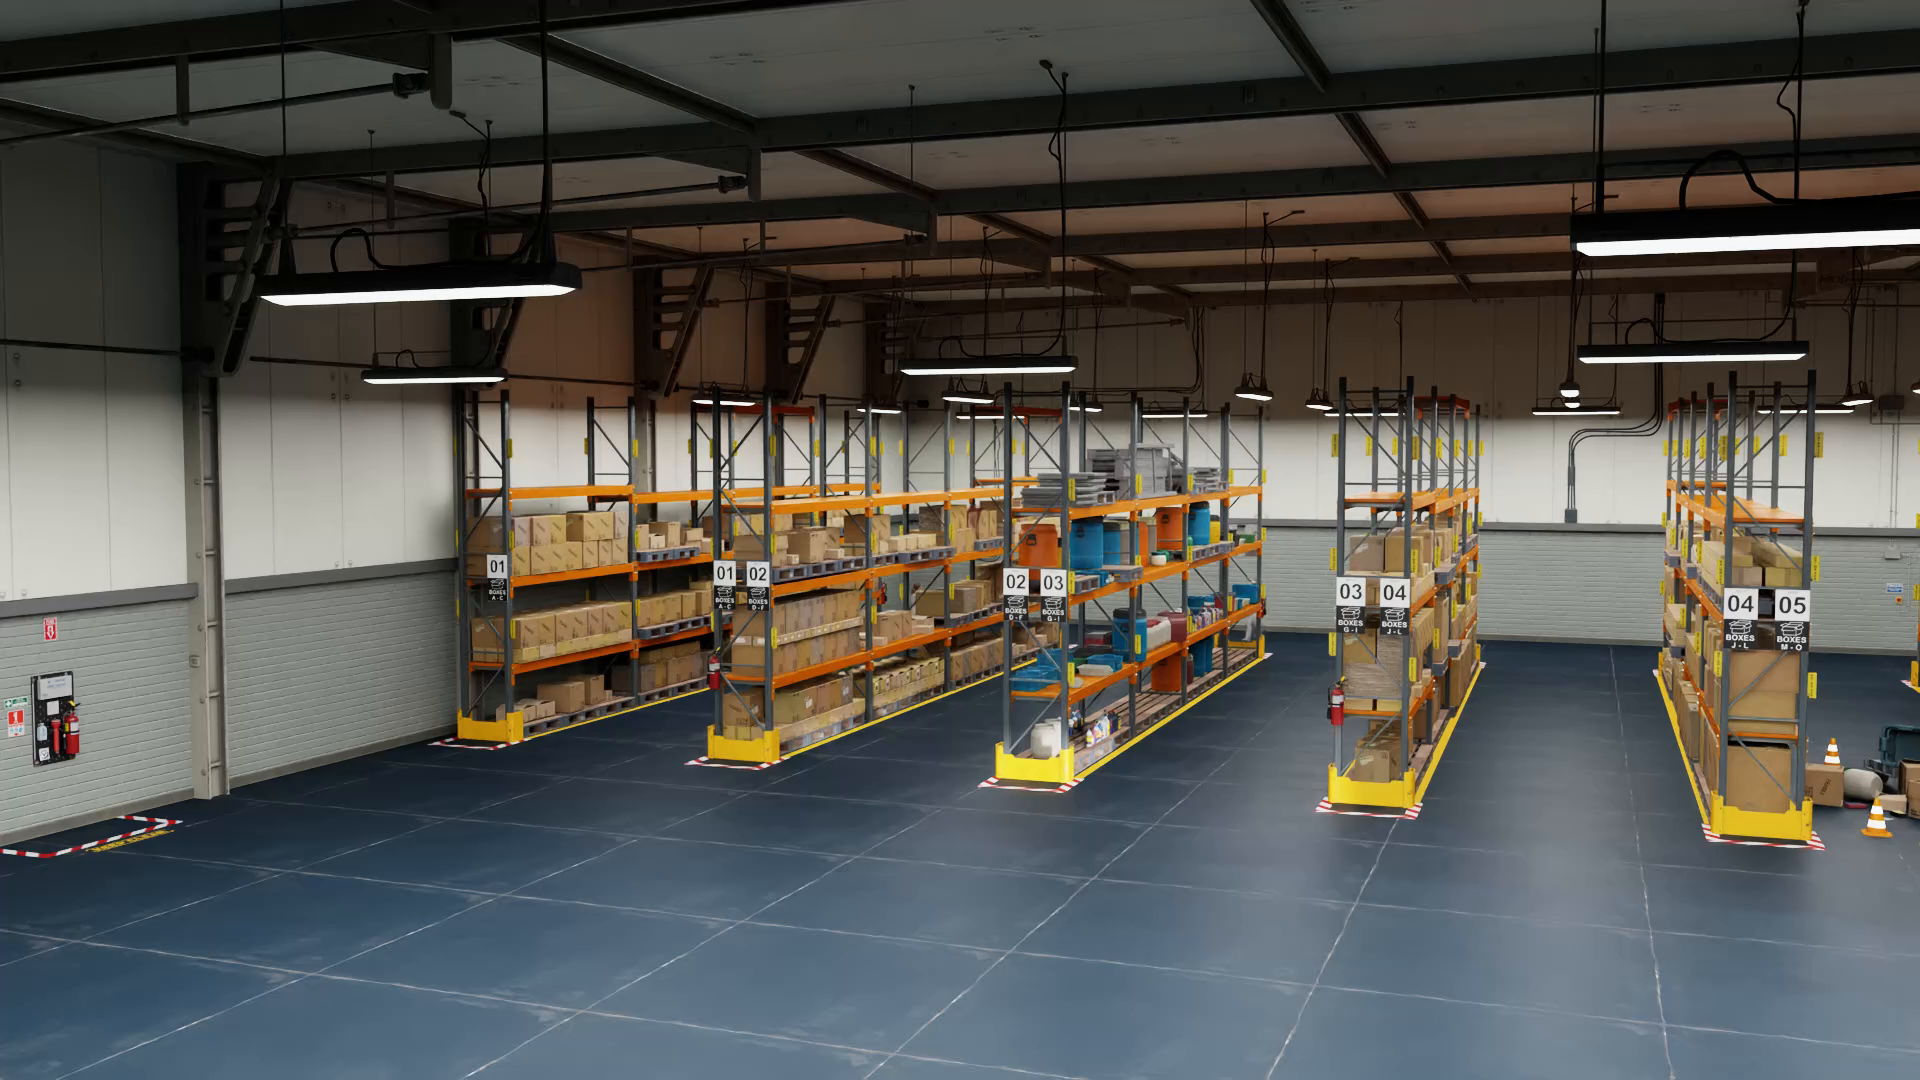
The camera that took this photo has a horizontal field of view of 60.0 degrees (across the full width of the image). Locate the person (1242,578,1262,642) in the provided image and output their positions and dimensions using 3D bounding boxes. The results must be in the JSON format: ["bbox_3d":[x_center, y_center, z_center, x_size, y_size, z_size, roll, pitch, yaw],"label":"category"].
[{"bbox_3d":[7.599,1.790,43.175,1.016,1.626,0.462,-3,4,-42],"label":"person"}]

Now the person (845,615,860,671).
[{"bbox_3d":[-2.469,2.100,36.640,0.560,1.728,0.995,0,3,5],"label":"person"}]

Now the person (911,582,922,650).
[{"bbox_3d":[-1.109,1.892,41.317,0.474,1.672,0.474,-1,3,-17],"label":"person"}]
